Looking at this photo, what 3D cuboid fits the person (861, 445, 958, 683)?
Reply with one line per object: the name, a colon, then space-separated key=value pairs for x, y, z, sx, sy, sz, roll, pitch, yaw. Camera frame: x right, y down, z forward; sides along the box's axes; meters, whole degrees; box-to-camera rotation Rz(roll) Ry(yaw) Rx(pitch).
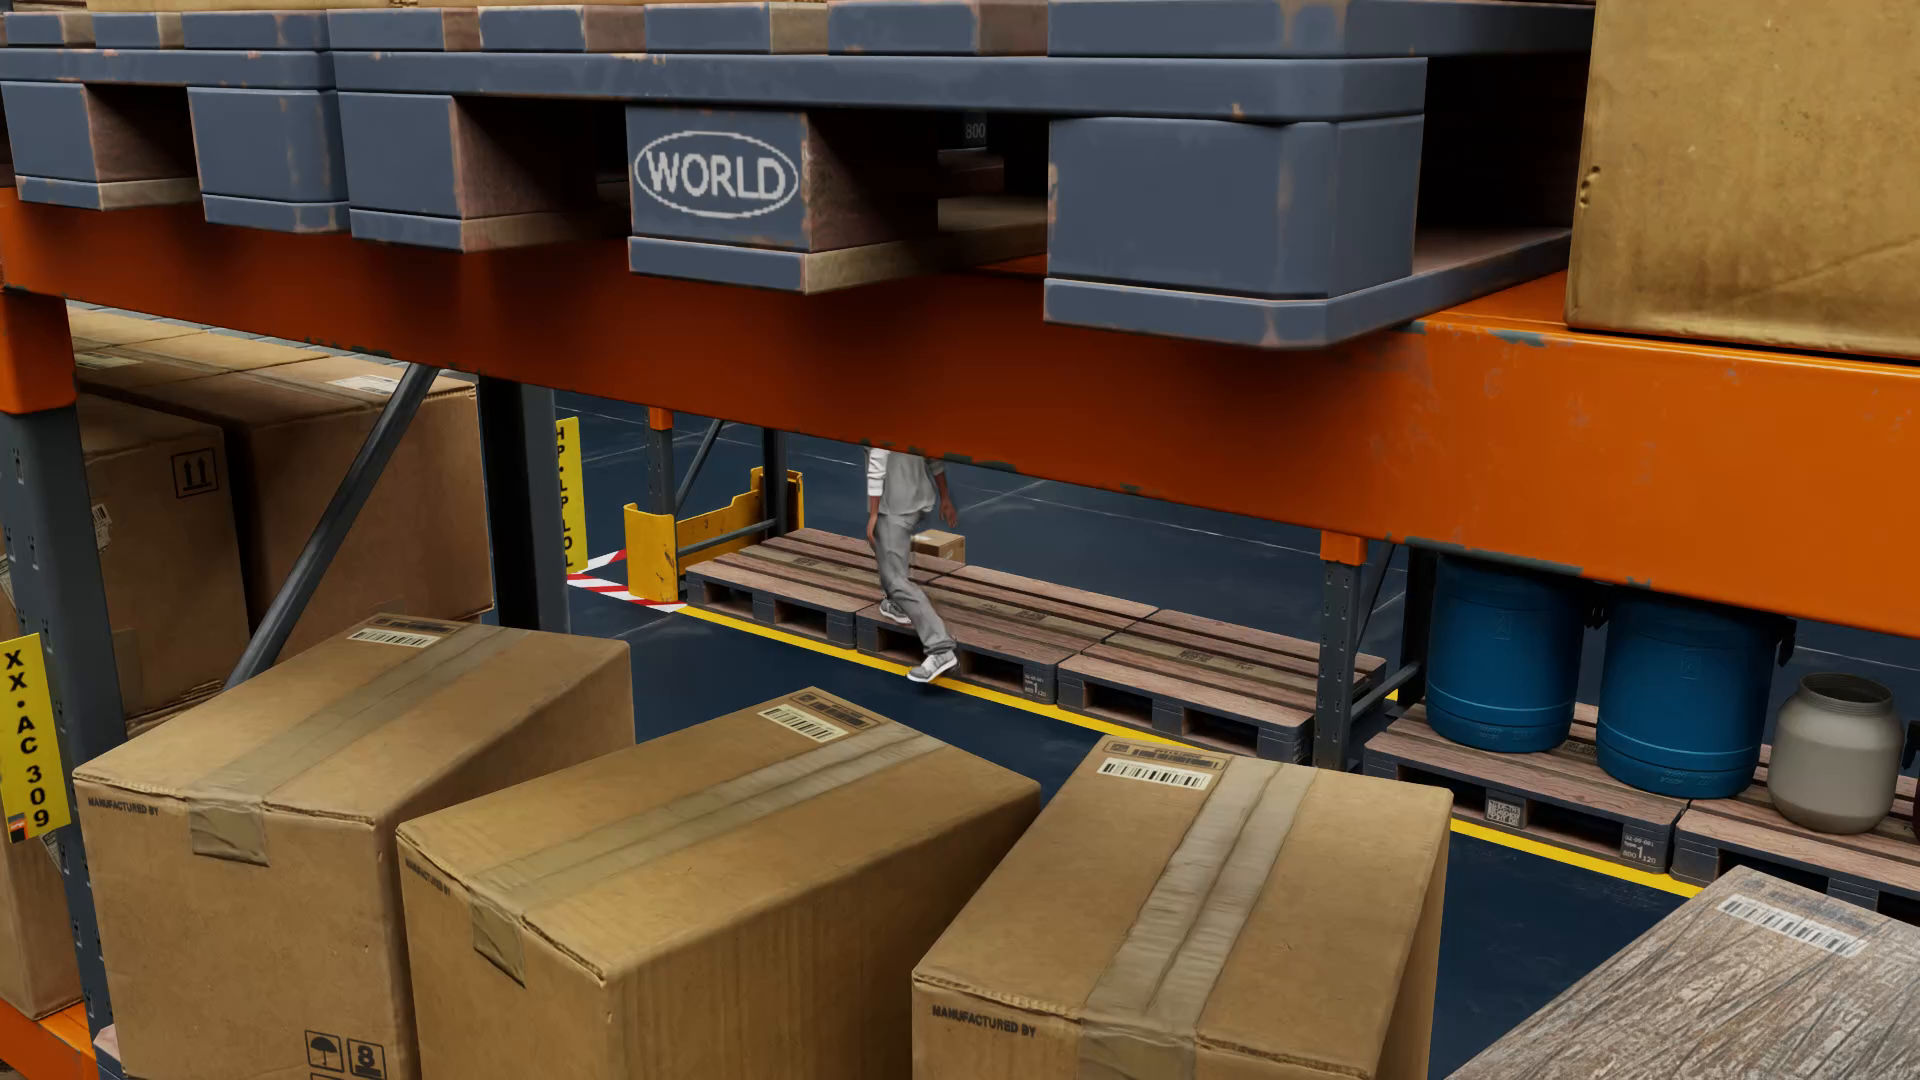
person: x=-0.276 y=-0.153 z=7.975 sx=0.704 sy=1.529 sz=0.540 roll=11 pitch=20 yaw=32
